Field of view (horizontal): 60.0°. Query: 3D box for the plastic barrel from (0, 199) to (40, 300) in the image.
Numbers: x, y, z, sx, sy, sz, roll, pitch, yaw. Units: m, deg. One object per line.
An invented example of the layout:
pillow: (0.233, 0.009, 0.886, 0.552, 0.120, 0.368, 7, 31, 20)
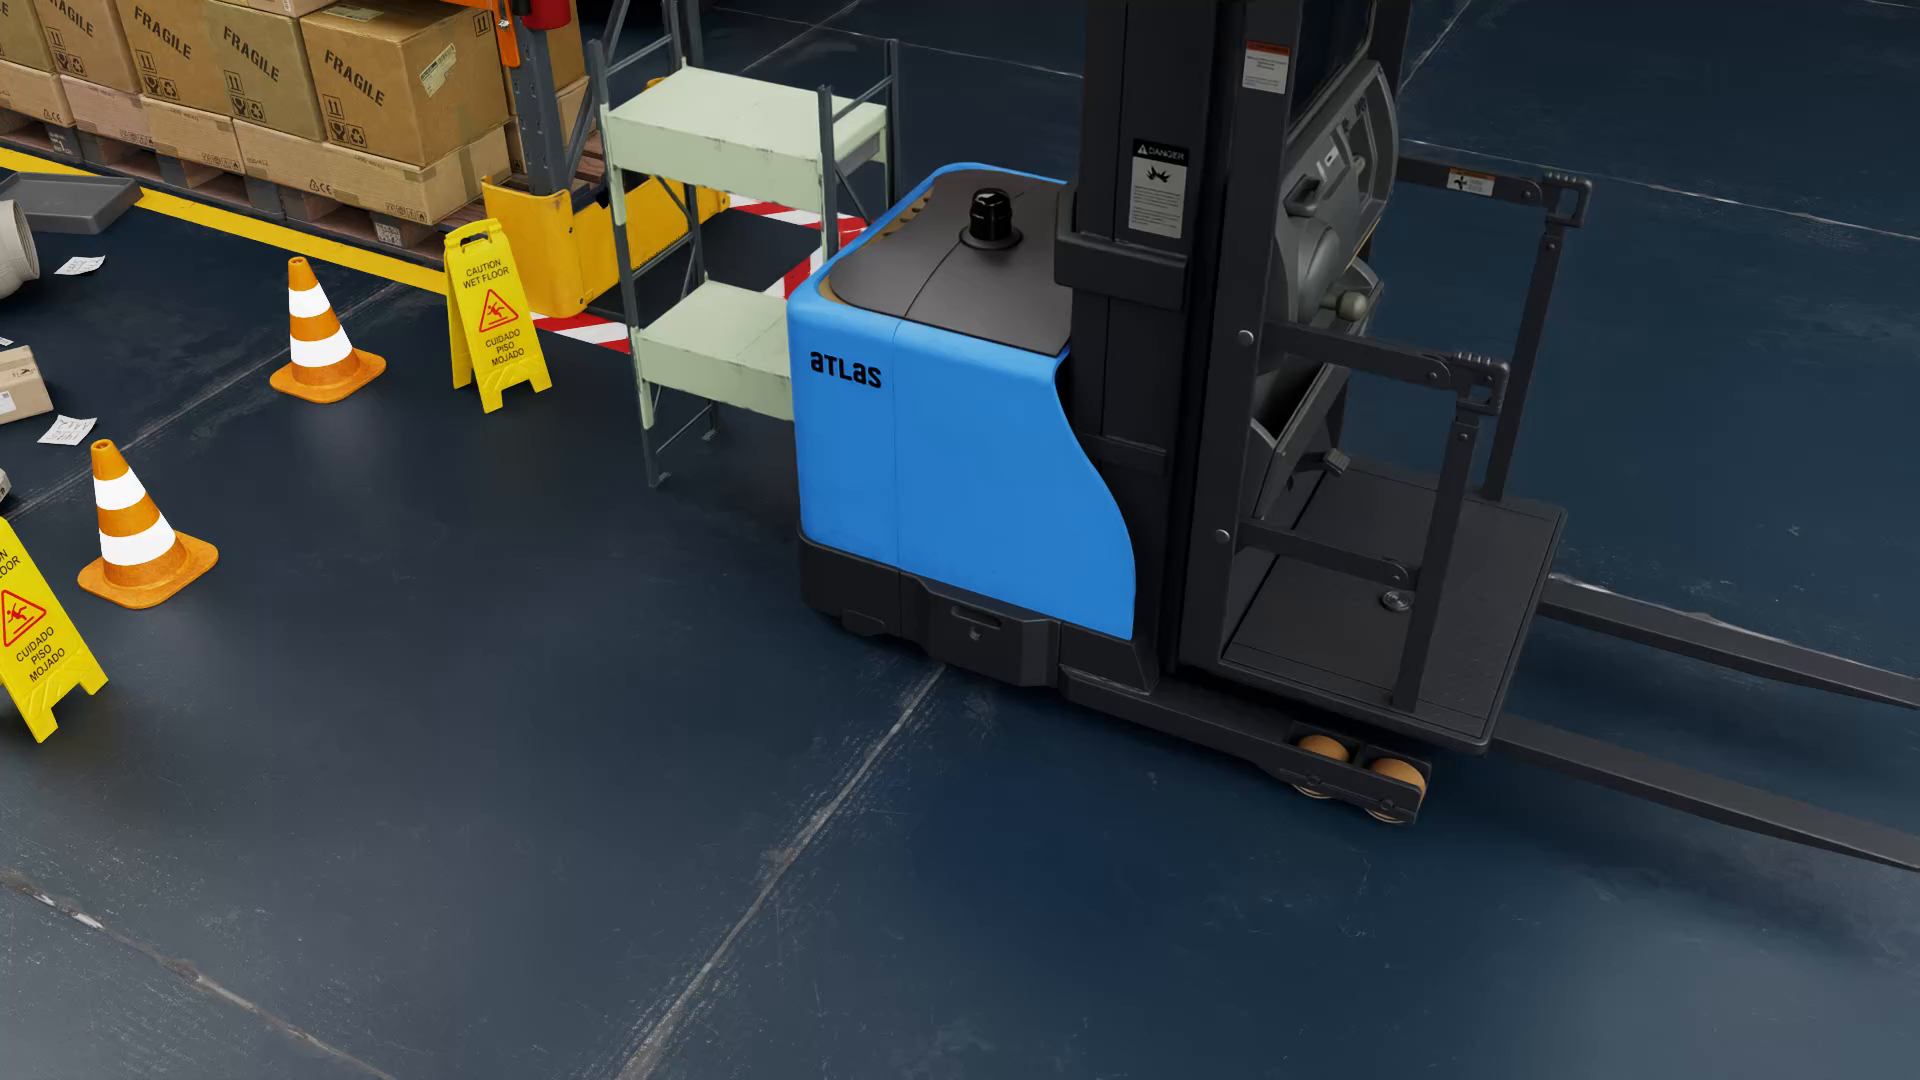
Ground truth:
plastic barrel: (-3.848, -1.105, 6.355, 0.512, 0.421, 0.421, -14, 39, -18)

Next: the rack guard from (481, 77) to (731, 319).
rack guard: (-1.385, -1.395, 6.674, 0.348, 0.500, 1.175, 17, 41, 21)

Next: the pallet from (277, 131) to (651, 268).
pallet: (-2.091, -1.525, 7.084, 1.213, 0.211, 1.003, 17, 41, 21)

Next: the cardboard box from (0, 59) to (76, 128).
cardboard box: (-3.991, -2.102, 7.466, 0.500, 0.250, 0.500, 20, 41, 24)

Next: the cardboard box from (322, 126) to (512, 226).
cardboard box: (-2.181, -1.529, 6.710, 0.500, 0.250, 0.500, 17, 40, 21)

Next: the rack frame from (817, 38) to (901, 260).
rack frame: (-0.272, -0.679, 4.903, 0.023, 1.500, 0.400, 17, 40, 21)

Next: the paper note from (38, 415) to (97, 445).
paper note: (-3.073, -0.381, 5.727, 0.142, 0.019, 0.148, 4, 37, 6)

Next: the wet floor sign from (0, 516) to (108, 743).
wet floor sign: (-2.568, 0.199, 4.454, 0.232, 0.644, 0.267, 11, 38, 14)

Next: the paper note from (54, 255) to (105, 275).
paper note: (-3.536, -1.109, 6.686, 0.148, 0.019, 0.142, 4, 37, 6)

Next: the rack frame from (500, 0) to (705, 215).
rack frame: (-1.318, -2.369, 5.891, 0.127, 3.000, 1.000, 17, 41, 21)

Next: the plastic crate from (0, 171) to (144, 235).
plastic crate: (-3.853, -1.442, 7.083, 0.583, 0.080, 0.402, 4, 37, 6)

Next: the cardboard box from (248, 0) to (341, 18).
cardboard box: (-2.506, -2.147, 6.368, 0.250, 0.149, 0.380, 19, 41, 23)

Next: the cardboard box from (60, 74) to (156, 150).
cardboard box: (-3.519, -1.956, 7.273, 0.500, 0.250, 0.500, 17, 40, 21)

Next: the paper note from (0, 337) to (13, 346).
paper note: (-3.600, -0.749, 6.229, 0.123, 0.001, 0.032, 17, 41, 21)

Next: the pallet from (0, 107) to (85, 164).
pallet: (-4.257, -2.203, 7.978, 1.213, 0.211, 1.003, 17, 41, 21)

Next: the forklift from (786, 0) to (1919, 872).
forklift: (1.082, -0.807, 3.889, 3.031, 2.935, 1.130, 17, 40, 21)

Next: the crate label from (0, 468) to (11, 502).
crate label: (-3.228, -0.151, 5.336, 0.298, 0.136, 0.250, -2, 37, -2)

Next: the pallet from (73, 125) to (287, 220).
pallet: (-3.170, -1.865, 7.532, 1.213, 0.211, 1.003, 17, 41, 21)

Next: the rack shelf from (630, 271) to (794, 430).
rack shelf: (-0.599, -0.518, 5.231, 0.720, 0.370, 0.431, 17, 40, 21)

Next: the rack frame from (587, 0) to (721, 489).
rack frame: (-0.927, -0.876, 5.164, 0.023, 1.500, 0.400, 17, 40, 21)

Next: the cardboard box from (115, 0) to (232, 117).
cardboard box: (-3.059, -2.110, 6.856, 0.500, 0.500, 0.500, 16, 40, 20)

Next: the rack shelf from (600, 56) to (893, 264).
rack shelf: (-0.599, -1.088, 4.798, 0.720, 0.370, 0.431, 17, 40, 21)

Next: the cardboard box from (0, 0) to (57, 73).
cardboard box: (-3.989, -2.401, 7.239, 0.500, 0.500, 0.500, 19, 41, 23)

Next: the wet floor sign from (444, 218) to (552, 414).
wet floor sign: (-1.641, -0.804, 5.776, 0.267, 0.644, 0.232, -29, 46, -33)

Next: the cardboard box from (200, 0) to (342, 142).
cardboard box: (-2.614, -1.966, 6.666, 0.500, 0.500, 0.500, 19, 41, 23)

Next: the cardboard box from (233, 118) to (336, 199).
cardboard box: (-2.616, -1.670, 6.896, 0.500, 0.250, 0.500, 18, 41, 22)

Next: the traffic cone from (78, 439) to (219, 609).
traffic cone: (-2.502, -0.096, 4.993, 0.334, 0.463, 0.336, 17, 41, 21)

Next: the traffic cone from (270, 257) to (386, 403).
traffic cone: (-2.293, -0.786, 5.903, 0.334, 0.463, 0.336, 17, 41, 21)

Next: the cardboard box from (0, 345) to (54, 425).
cardboard box: (-3.410, -0.514, 5.804, 0.380, 0.149, 0.250, -21, 42, -25)

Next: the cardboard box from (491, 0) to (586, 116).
cardboard box: (-1.928, -2.119, 6.868, 0.500, 0.500, 0.500, 16, 40, 20)

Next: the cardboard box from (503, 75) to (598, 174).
cardboard box: (-1.907, -1.814, 7.086, 0.500, 0.250, 0.500, 17, 40, 21)

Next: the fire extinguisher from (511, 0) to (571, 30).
fire extinguisher: (-1.428, -2.059, 5.546, 0.183, 0.674, 0.296, 17, 41, 21)

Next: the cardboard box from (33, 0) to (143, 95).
cardboard box: (-3.530, -2.256, 7.047, 0.500, 0.500, 0.500, 20, 41, 24)

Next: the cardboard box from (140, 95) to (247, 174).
cardboard box: (-3.083, -1.813, 7.084, 0.500, 0.250, 0.500, 16, 40, 20)

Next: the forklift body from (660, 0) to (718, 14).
forklift body: (-1.561, -4.245, 9.064, 1.214, 2.155, 2.313, 17, 41, 21)

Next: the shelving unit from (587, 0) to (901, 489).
shelving unit: (-0.599, -0.777, 5.034, 0.755, 1.500, 0.431, 17, 40, 21)

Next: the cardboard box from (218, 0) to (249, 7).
cardboard box: (-2.728, -2.219, 6.462, 0.250, 0.149, 0.380, 18, 41, 22)

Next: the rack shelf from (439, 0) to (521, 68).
rack shelf: (-3.094, -2.639, 6.841, 4.000, 0.370, 1.077, 17, 41, 21)

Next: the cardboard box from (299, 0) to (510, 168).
cardboard box: (-2.149, -1.823, 6.477, 0.500, 0.500, 0.500, 18, 41, 22)
